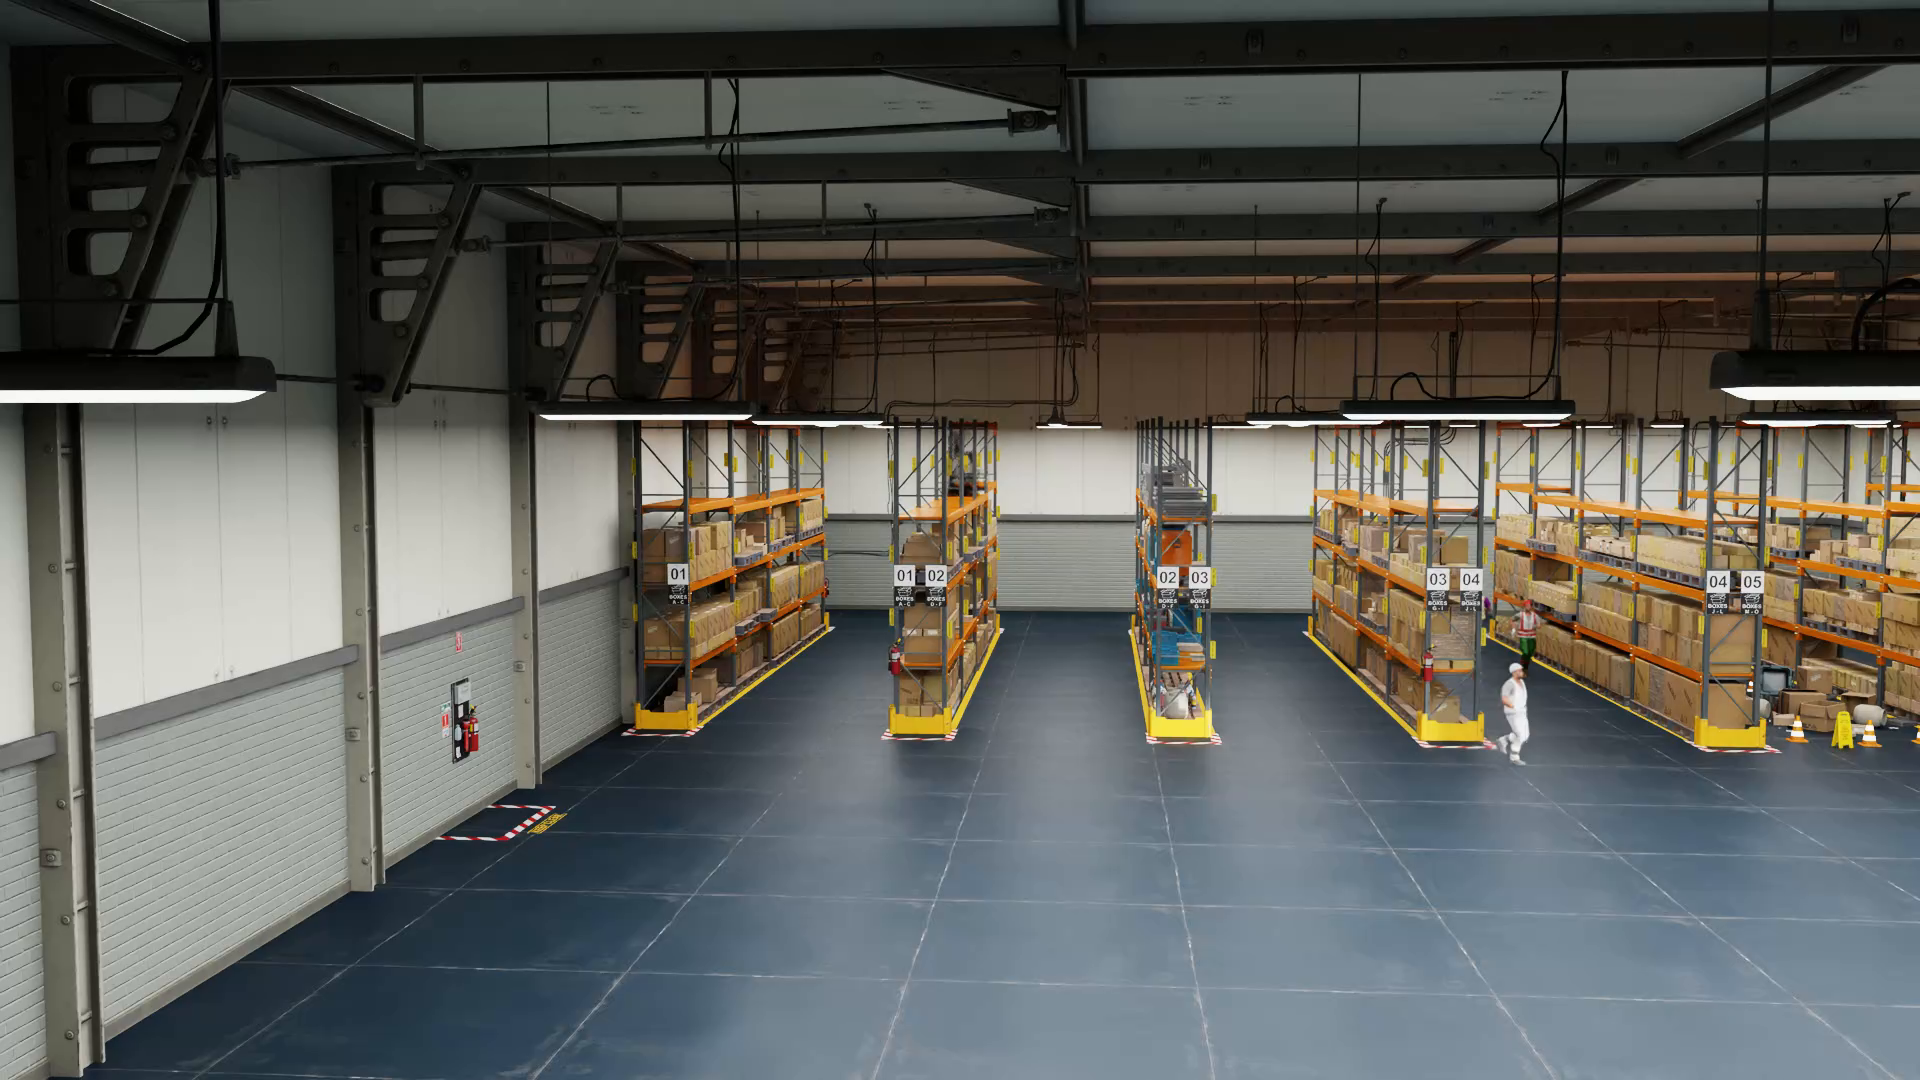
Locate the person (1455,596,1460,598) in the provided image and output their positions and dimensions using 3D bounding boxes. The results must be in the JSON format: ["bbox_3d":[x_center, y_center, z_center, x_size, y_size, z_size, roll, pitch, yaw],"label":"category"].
[{"bbox_3d":[13.469,1.916,45.793,0.652,1.648,0.839,3,5,34],"label":"person"}]

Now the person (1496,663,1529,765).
[{"bbox_3d":[9.533,2.983,28.685,0.684,1.744,0.641,-4,5,-44],"label":"person"}]

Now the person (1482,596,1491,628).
[{"bbox_3d":[13.308,2.065,42.784,0.685,1.799,0.733,0,4,4],"label":"person"}]

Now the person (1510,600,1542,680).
[{"bbox_3d":[13.162,2.310,38.615,0.645,1.841,0.767,0,4,-2],"label":"person"}]
